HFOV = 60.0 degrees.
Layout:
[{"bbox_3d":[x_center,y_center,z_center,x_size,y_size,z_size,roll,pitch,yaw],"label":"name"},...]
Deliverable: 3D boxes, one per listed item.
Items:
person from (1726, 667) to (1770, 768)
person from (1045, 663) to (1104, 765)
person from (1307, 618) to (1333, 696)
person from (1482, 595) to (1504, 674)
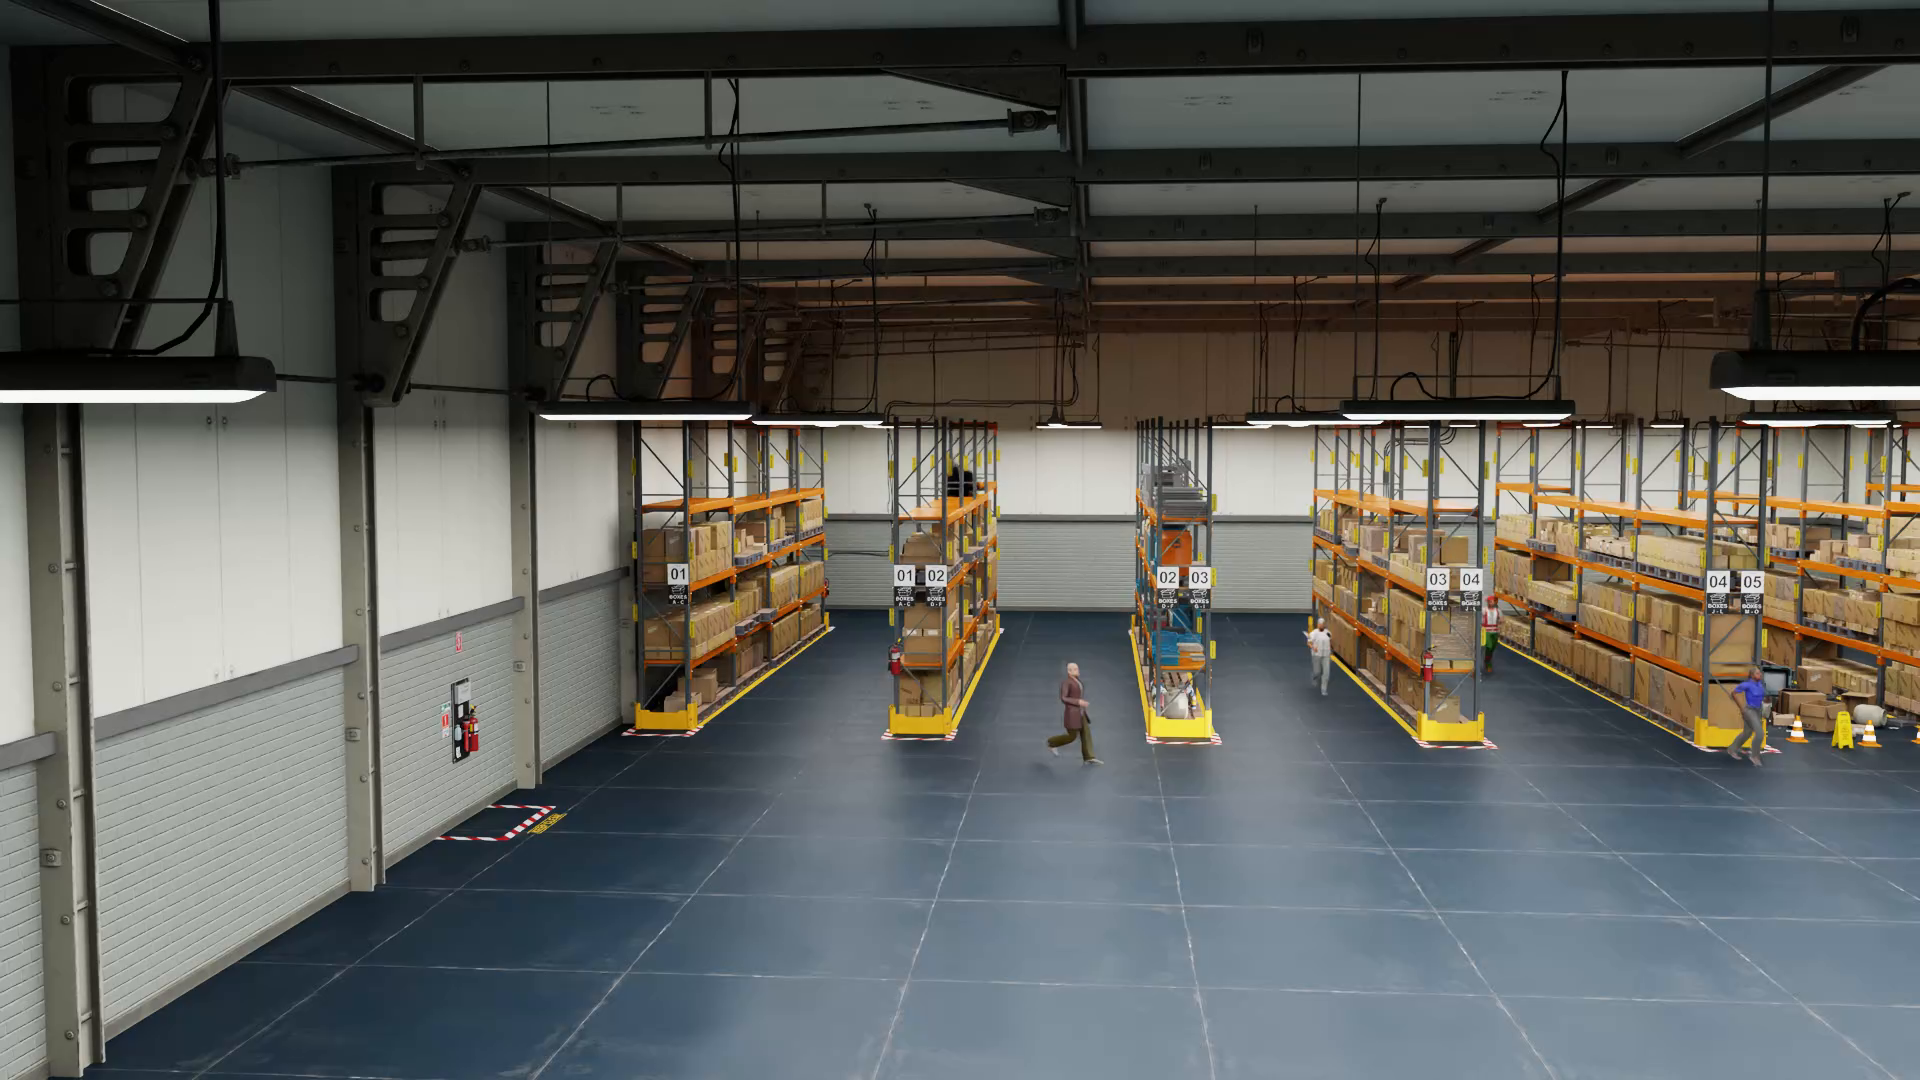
[{"bbox_3d":[13.595,3.037,28.664,0.571,1.713,0.713,-3,5,-39],"label":"person"},{"bbox_3d":[1.973,2.974,28.511,1.079,1.742,0.724,2,4,31],"label":"person"},{"bbox_3d":[7.884,2.539,36.373,0.588,1.667,0.841,0,4,-2],"label":"person"},{"bbox_3d":[12.606,2.240,39.583,0.646,1.846,0.793,0,4,-6],"label":"person"}]
